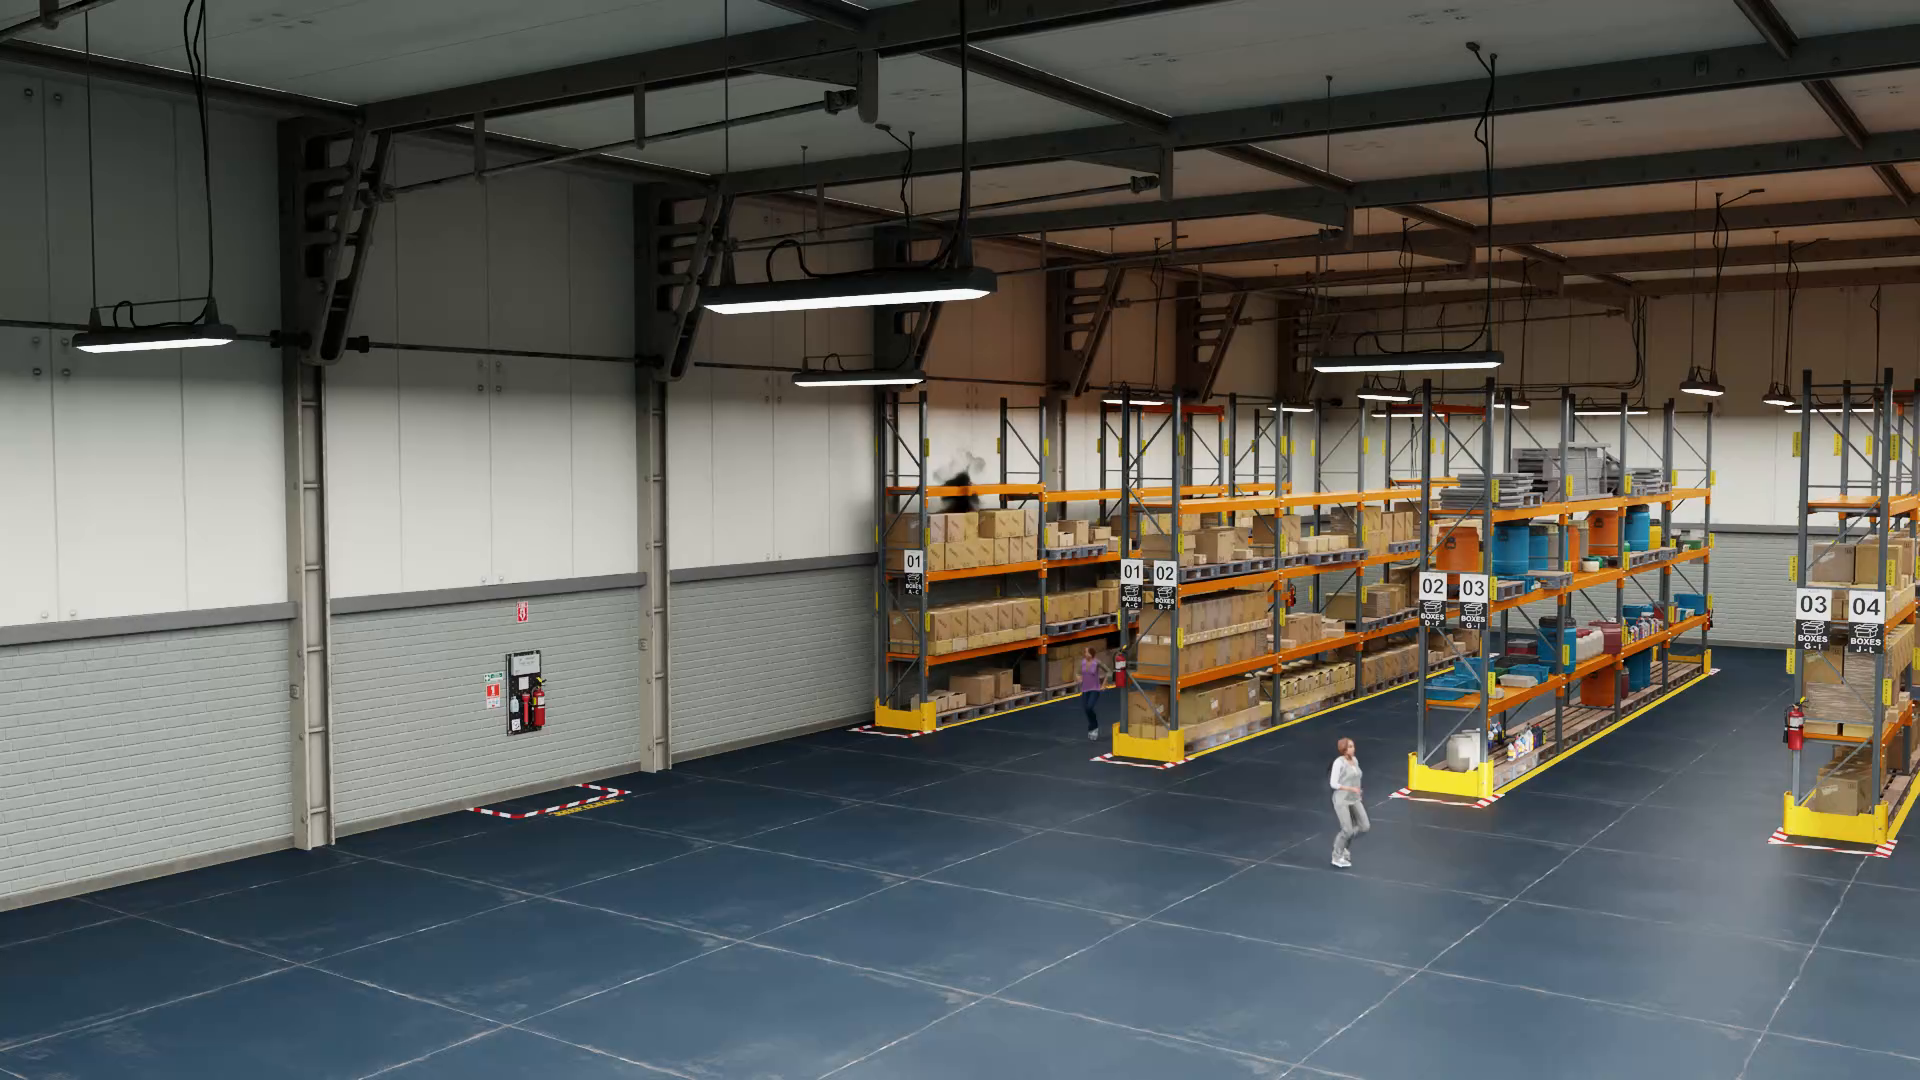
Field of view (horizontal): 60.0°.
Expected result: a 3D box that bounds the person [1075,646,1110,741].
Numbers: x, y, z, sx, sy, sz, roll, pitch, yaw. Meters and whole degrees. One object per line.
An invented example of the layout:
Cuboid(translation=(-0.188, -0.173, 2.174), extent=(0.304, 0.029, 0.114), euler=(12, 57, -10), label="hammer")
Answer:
Cuboid(translation=(2.233, 2.617, 28.518), extent=(0.549, 1.610, 0.651), euler=(2, 4, 33), label="person")

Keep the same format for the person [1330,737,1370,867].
Cuboid(translation=(4.637, 3.123, 19.721), extent=(0.518, 1.551, 0.548), euler=(-2, 4, -35), label="person")
